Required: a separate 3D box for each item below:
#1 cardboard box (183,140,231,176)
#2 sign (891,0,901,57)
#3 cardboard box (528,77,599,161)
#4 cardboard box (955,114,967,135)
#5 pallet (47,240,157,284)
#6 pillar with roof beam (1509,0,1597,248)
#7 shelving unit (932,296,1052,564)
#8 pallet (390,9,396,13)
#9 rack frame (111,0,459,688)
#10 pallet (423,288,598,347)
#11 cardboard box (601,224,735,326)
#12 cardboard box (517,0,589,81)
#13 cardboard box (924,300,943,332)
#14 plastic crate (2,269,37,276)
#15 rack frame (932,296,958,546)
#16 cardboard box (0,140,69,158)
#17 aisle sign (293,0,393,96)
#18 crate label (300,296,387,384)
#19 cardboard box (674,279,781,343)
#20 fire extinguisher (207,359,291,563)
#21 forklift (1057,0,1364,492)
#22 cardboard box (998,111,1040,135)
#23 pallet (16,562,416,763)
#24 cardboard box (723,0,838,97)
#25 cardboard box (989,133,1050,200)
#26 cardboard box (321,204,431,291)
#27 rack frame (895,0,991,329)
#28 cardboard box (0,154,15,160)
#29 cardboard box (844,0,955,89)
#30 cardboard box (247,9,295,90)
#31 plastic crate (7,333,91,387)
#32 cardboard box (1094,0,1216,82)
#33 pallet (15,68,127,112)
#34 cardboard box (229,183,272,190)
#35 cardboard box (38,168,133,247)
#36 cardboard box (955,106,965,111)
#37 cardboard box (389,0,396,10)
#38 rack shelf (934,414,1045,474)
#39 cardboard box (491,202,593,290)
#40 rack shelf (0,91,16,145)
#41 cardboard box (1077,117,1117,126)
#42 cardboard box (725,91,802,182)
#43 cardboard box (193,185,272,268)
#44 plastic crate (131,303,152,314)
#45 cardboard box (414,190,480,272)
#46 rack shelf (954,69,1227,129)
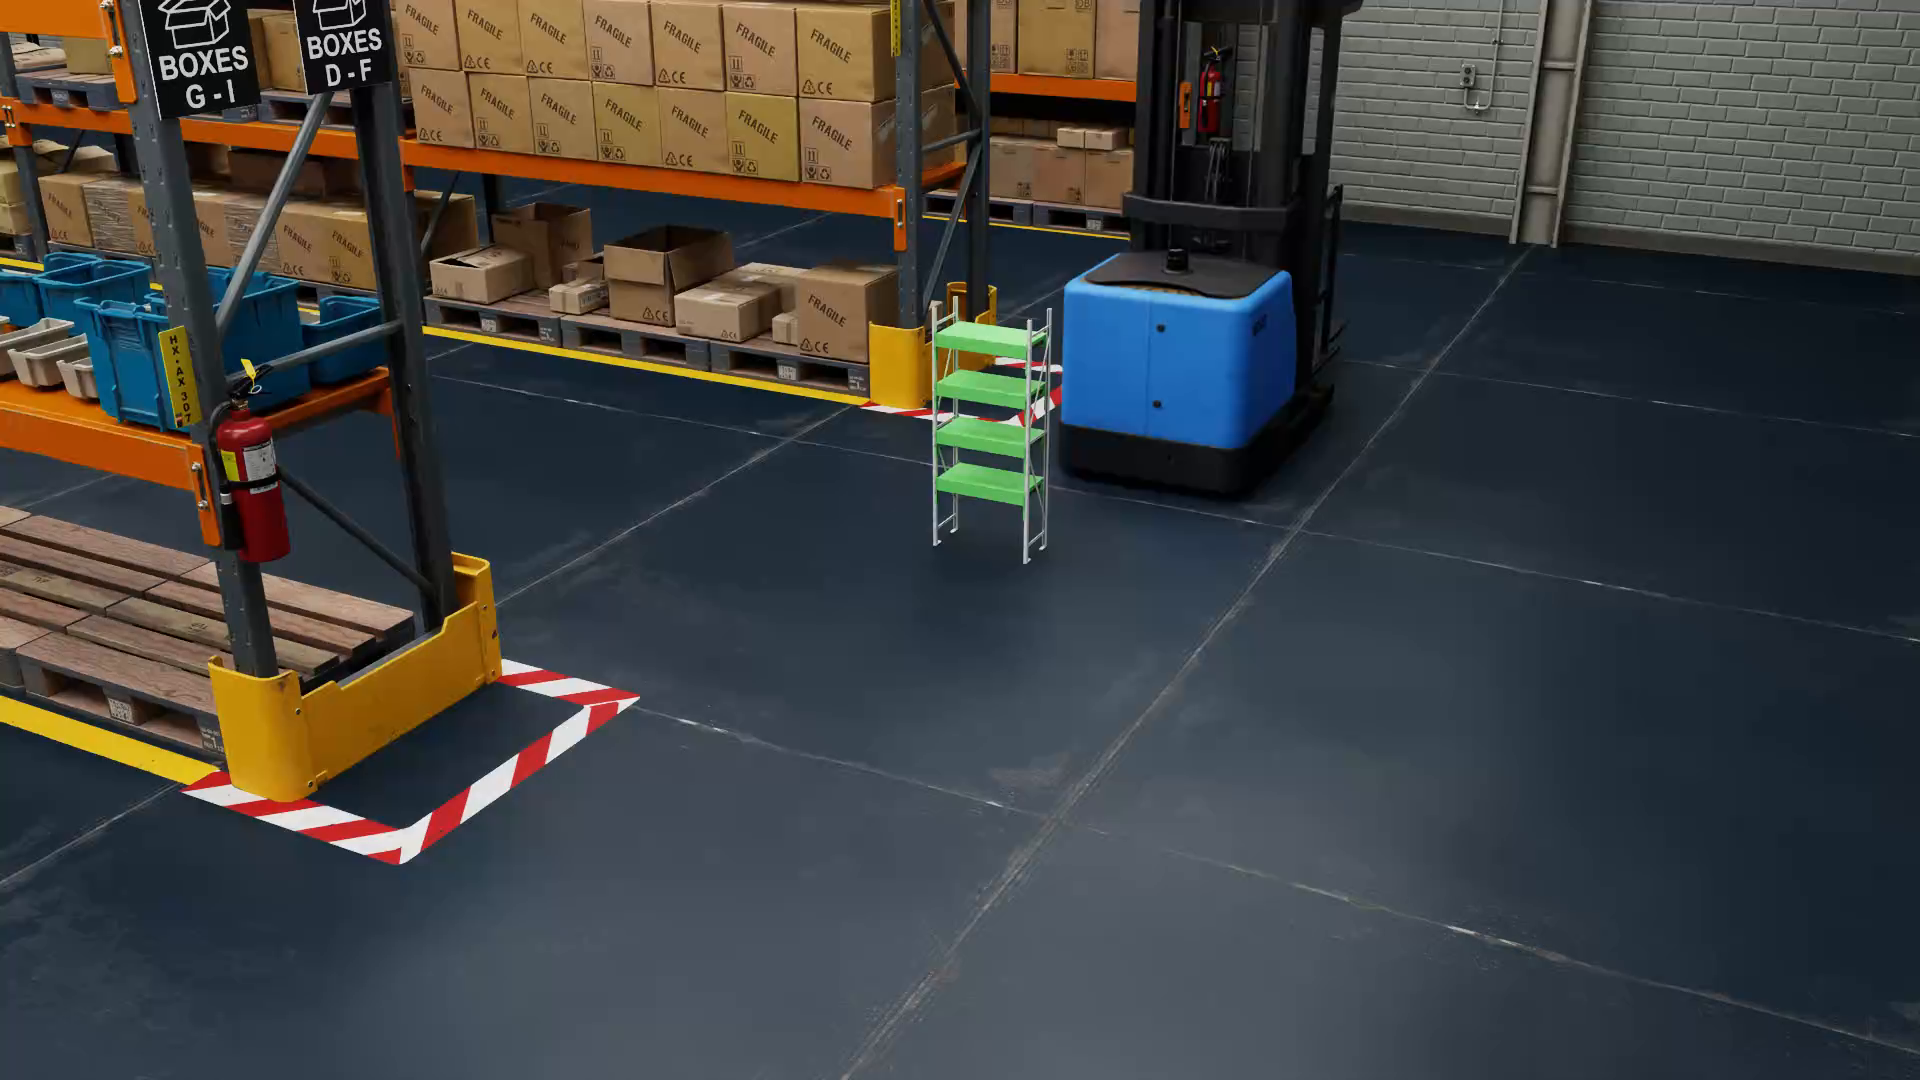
[{"bbox_3d":[-6.236,-3.102,13.385,0.500,0.250,0.500,12,26,27],"label":"cardboard box"},{"bbox_3d":[-0.358,-2.872,9.287,0.005,0.325,0.100,11,25,25],"label":"sign"},{"bbox_3d":[-2.424,-2.773,10.809,0.500,0.500,0.500,11,25,24],"label":"cardboard box"},{"bbox_3d":[-0.117,-3.778,15.130,0.250,0.149,0.380,10,25,23],"label":"cardboard box"},{"bbox_3d":[-6.580,-2.368,13.549,1.213,0.211,1.003,11,25,25],"label":"pallet"},{"bbox_3d":[3.000,-5.197,8.972,0.400,9.000,9.100,11,25,25],"label":"pillar with roof beam"},{"bbox_3d":[0.148,-0.523,7.946,0.503,1.200,0.258,11,25,25],"label":"shelving unit"},{"bbox_3d":[-5.681,-5.528,17.660,1.003,0.211,1.213,11,25,25],"label":"pallet"},{"bbox_3d":[-2.328,-0.655,5.956,0.127,3.000,1.000,11,25,25],"label":"rack frame"},{"bbox_3d":[-3.047,-1.685,11.943,1.213,0.211,1.003,11,25,25],"label":"pallet"},{"bbox_3d":[-1.980,-1.814,11.310,0.637,0.503,0.797,11,25,25],"label":"cardboard box"},{"bbox_3d":[-2.447,-3.233,10.614,0.500,0.500,0.500,10,25,23],"label":"cardboard box"},{"bbox_3d":[-0.308,-1.468,10.951,0.250,0.149,0.380,11,25,25],"label":"cardboard box"},{"bbox_3d":[-4.208,-1.065,7.181,0.466,0.136,0.293,11,25,25],"label":"plastic crate"},{"bbox_3d":[-0.070,-0.566,8.048,0.015,1.200,0.240,11,25,25],"label":"rack frame"},{"bbox_3d":[-8.036,-3.267,14.360,0.500,0.311,0.500,11,25,23],"label":"cardboard box"},{"bbox_3d":[-2.130,-1.942,5.662,0.004,0.787,0.394,11,25,25],"label":"aisle sign"},{"bbox_3d":[-2.400,-0.764,6.350,0.303,0.233,0.416,11,25,25],"label":"crate label"},{"bbox_3d":[-1.520,-1.509,10.917,0.500,0.250,0.500,11,25,25],"label":"cardboard box"},{"bbox_3d":[-2.398,-0.262,5.609,0.183,0.674,0.296,11,25,25],"label":"fire extinguisher"},{"bbox_3d":[1.626,-2.138,9.531,1.130,2.935,3.031,11,25,24],"label":"forklift"},{"bbox_3d":[0.542,-3.816,15.218,0.250,0.149,0.380,11,26,25],"label":"cardboard box"},{"bbox_3d":[-3.046,0.469,6.876,1.213,0.211,1.003,11,25,25],"label":"pallet"},{"bbox_3d":[-1.062,-2.961,9.976,0.500,0.500,0.500,12,26,26],"label":"cardboard box"},{"bbox_3d":[0.577,-3.423,15.124,0.500,0.500,0.700,10,25,23],"label":"cardboard box"},{"bbox_3d":[-4.229,-2.129,12.056,0.500,0.500,0.500,11,25,24],"label":"cardboard box"},{"bbox_3d":[-0.090,-2.384,10.023,0.127,3.000,1.000,11,25,25],"label":"rack frame"},{"bbox_3d":[-8.274,-3.078,13.916,0.500,0.311,0.500,11,25,24],"label":"cardboard box"},{"bbox_3d":[-0.367,-3.060,10.208,0.500,0.500,0.500,12,26,26],"label":"cardboard box"},{"bbox_3d":[-5.264,-3.620,12.265,0.500,0.500,0.700,5,24,11],"label":"cardboard box"},{"bbox_3d":[-3.389,-0.698,6.318,0.243,0.136,0.396,11,25,25],"label":"plastic crate"},{"bbox_3d":[1.682,-4.339,14.237,0.700,0.700,0.980,12,26,27],"label":"cardboard box"},{"bbox_3d":[-6.592,-3.613,13.158,1.003,0.211,1.213,11,25,25],"label":"pallet"},{"bbox_3d":[-5.356,-2.584,13.124,0.500,0.500,0.500,10,25,23],"label":"cardboard box"},{"bbox_3d":[-6.952,-2.668,13.324,0.500,0.500,0.500,12,26,27],"label":"cardboard box"},{"bbox_3d":[-0.140,-3.951,15.536,0.250,0.149,0.380,10,25,23],"label":"cardboard box"},{"bbox_3d":[-5.932,-5.944,17.705,0.500,0.500,0.700,9,25,20],"label":"cardboard box"},{"bbox_3d":[0.148,-0.464,7.971,0.480,0.148,0.258,11,25,25],"label":"rack shelf"},{"bbox_3d":[-3.023,-2.141,12.083,0.500,0.500,0.500,11,25,25],"label":"cardboard box"},{"bbox_3d":[-9.014,-3.819,14.316,4.000,0.370,1.077,11,25,25],"label":"rack shelf"},{"bbox_3d":[1.222,-3.682,14.903,0.250,0.149,0.380,11,26,25],"label":"cardboard box"},{"bbox_3d":[-1.077,-2.504,10.178,0.500,0.500,0.500,11,26,25],"label":"cardboard box"},{"bbox_3d":[-5.569,-2.397,12.686,0.500,0.500,0.500,10,25,23],"label":"cardboard box"},{"bbox_3d":[-3.254,-0.925,6.852,0.298,0.136,0.250,11,25,25],"label":"plastic crate"},{"bbox_3d":[-3.981,-2.313,12.488,0.500,0.500,0.500,10,25,22],"label":"cardboard box"},{"bbox_3d":[0.357,-4.137,15.064,4.000,0.370,1.077,11,25,25],"label":"rack shelf"}]
